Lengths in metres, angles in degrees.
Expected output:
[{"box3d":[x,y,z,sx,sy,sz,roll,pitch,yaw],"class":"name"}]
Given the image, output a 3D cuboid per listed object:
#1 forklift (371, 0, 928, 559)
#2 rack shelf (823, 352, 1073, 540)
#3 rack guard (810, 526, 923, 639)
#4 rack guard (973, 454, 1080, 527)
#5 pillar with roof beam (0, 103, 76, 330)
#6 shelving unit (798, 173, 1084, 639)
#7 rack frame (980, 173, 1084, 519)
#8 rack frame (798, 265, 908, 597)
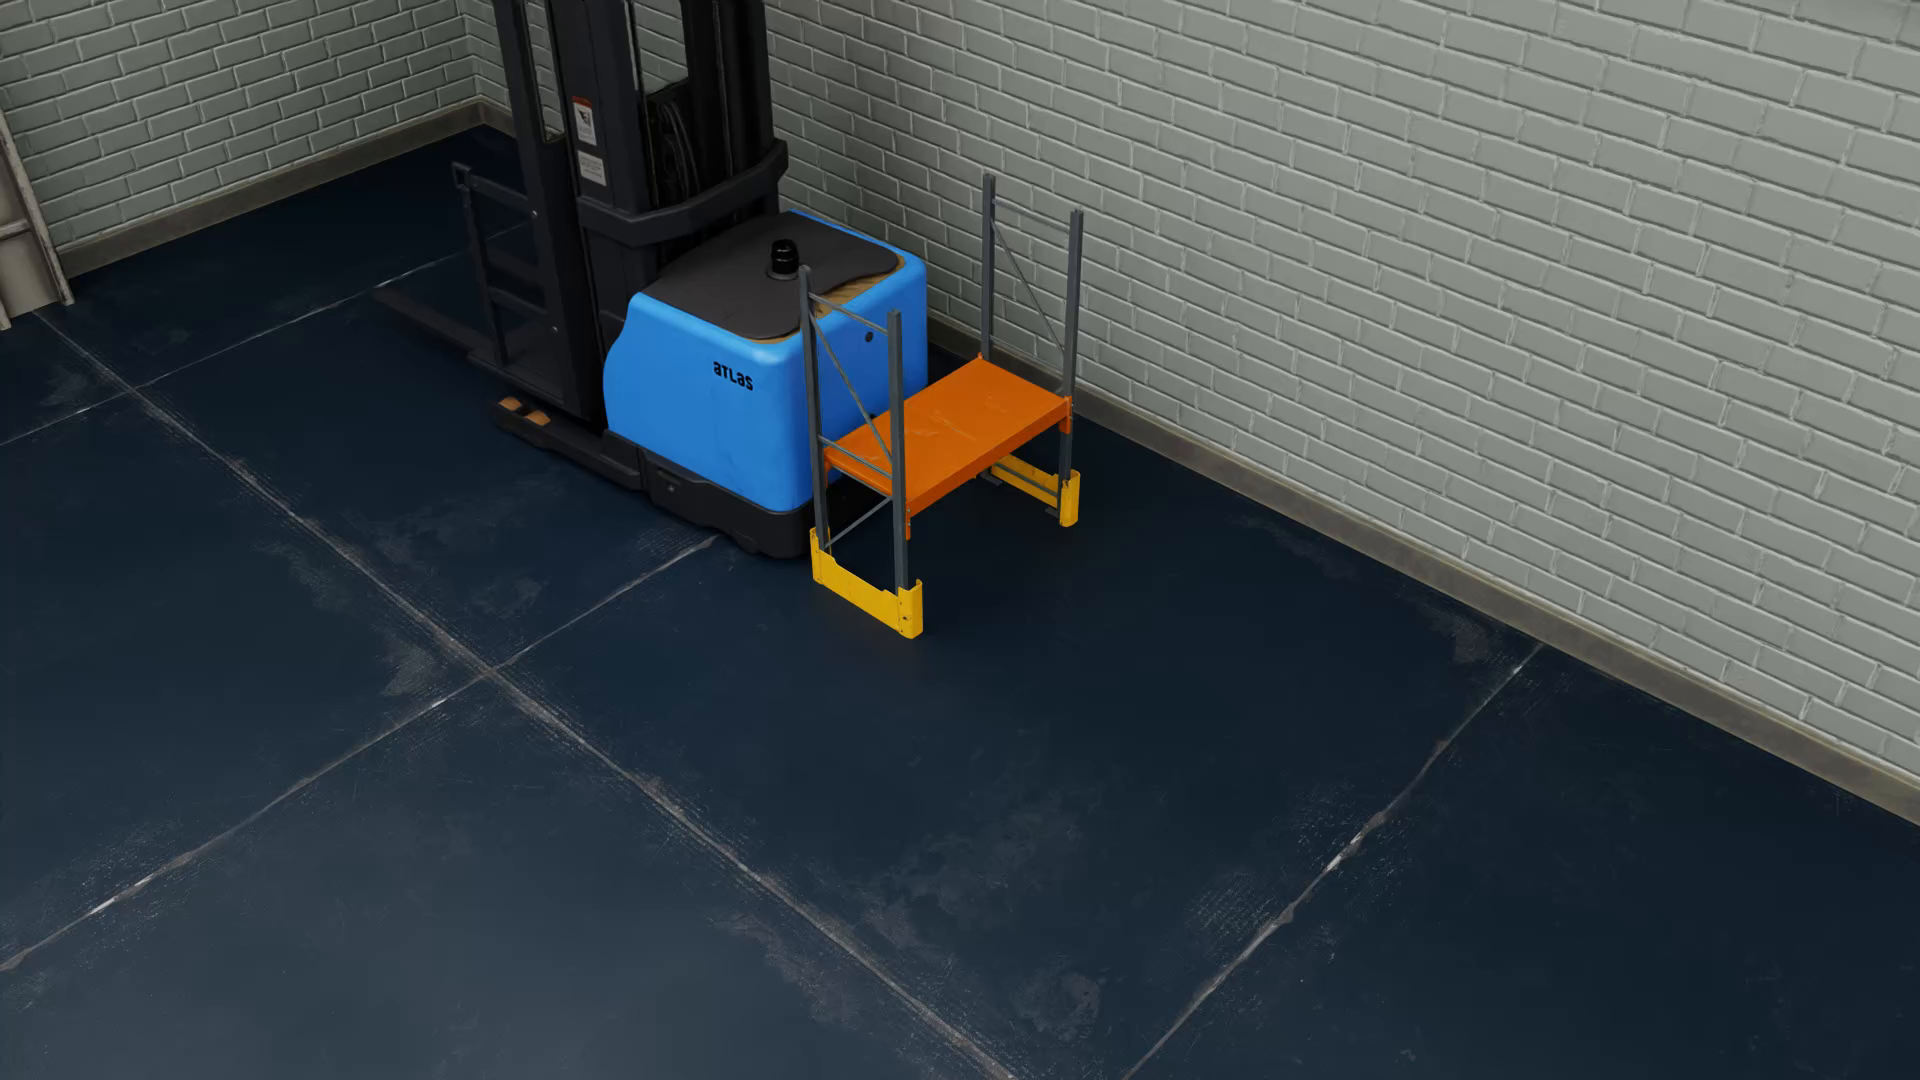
[{"box3d":[-1.603,-1.818,7.182,3.031,2.935,1.130,26,45,29],"class":"forklift"},{"box3d":[-0.058,-0.407,6.846,0.538,0.185,1.000,30,47,32],"class":"rack shelf"},{"box3d":[-0.387,0.166,6.840,0.587,0.250,0.087,30,47,32],"class":"rack guard"},{"box3d":[0.285,-0.292,7.416,0.587,0.250,0.087,30,47,32],"class":"rack guard"},{"box3d":[-1.768,-2.953,3.734,9.100,9.000,0.400,30,47,32],"class":"pillar with roof beam"},{"box3d":[-0.051,-0.552,6.739,0.587,1.500,1.083,30,47,32],"class":"shelving unit"},{"box3d":[0.285,-0.781,7.028,0.500,1.500,0.032,30,47,32],"class":"rack frame"},{"box3d":[-0.401,-0.314,6.440,0.500,1.500,0.032,30,47,32],"class":"rack frame"}]
